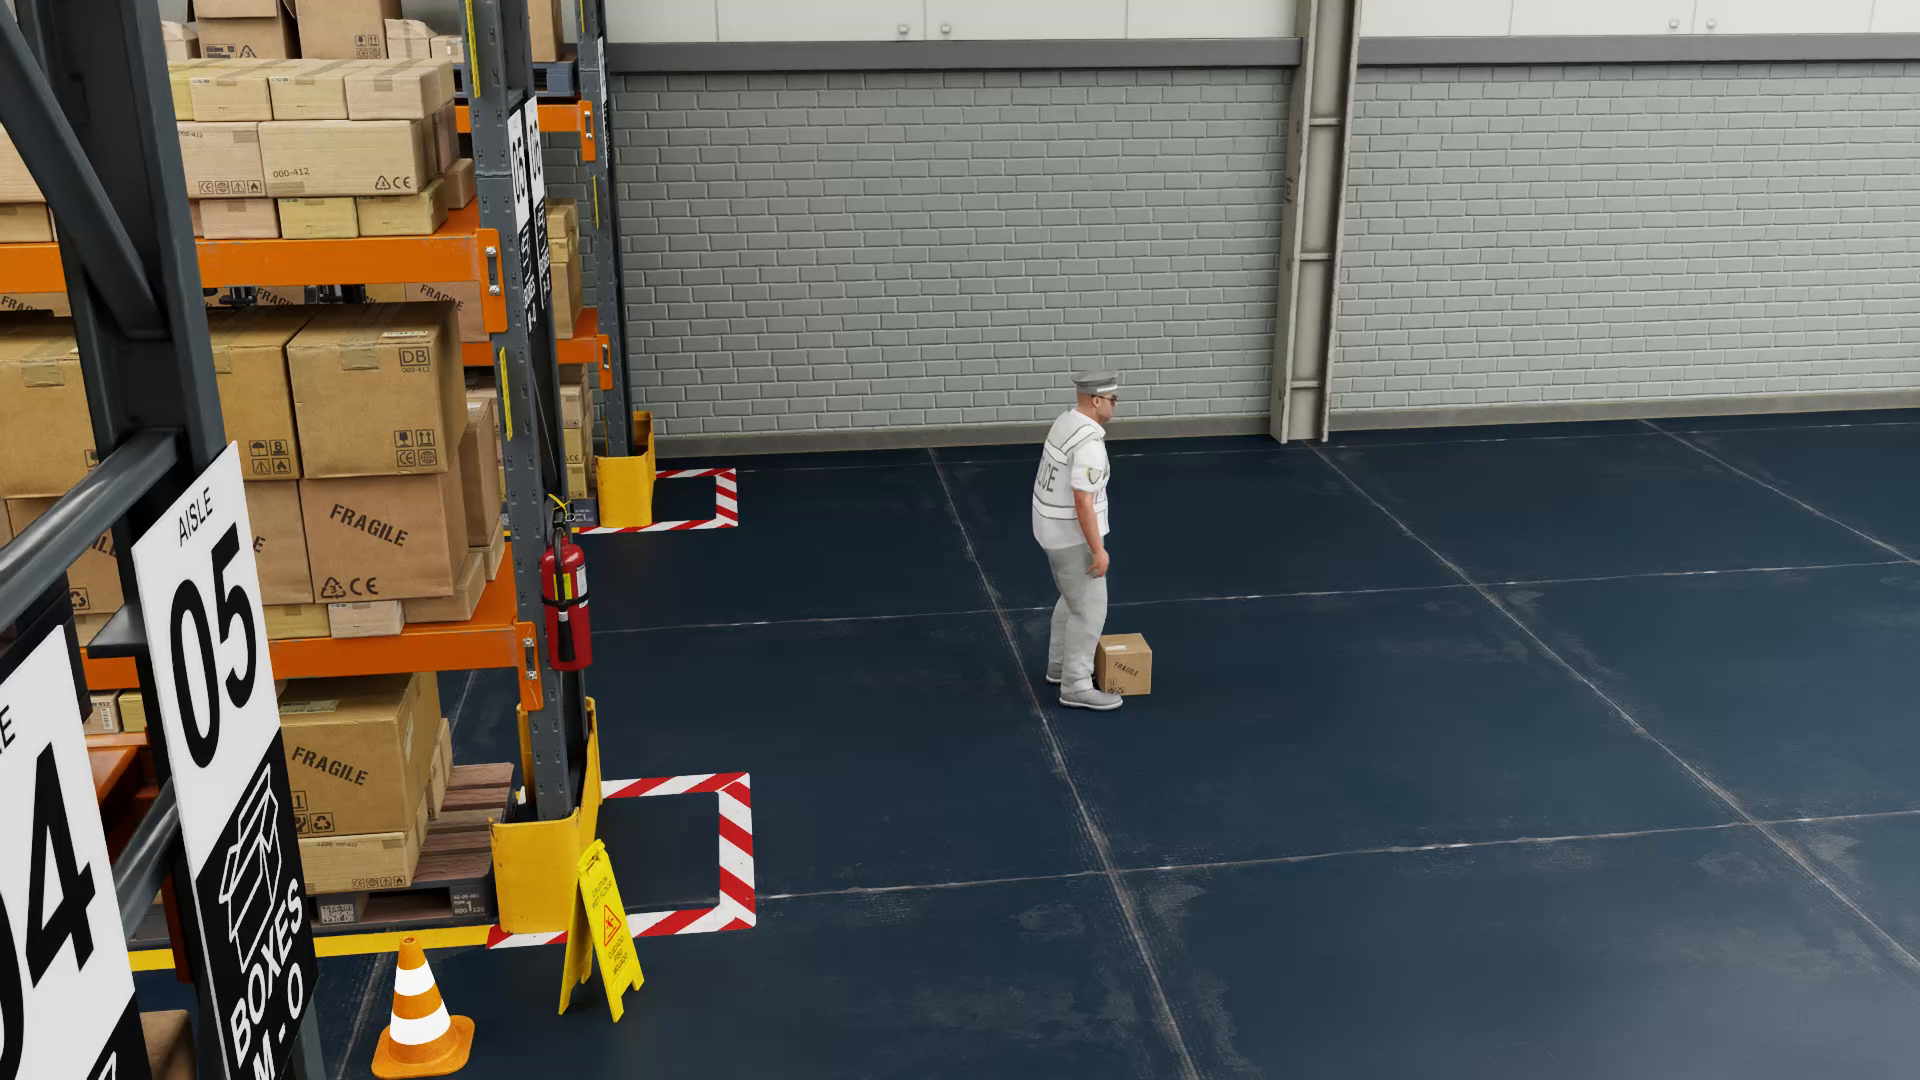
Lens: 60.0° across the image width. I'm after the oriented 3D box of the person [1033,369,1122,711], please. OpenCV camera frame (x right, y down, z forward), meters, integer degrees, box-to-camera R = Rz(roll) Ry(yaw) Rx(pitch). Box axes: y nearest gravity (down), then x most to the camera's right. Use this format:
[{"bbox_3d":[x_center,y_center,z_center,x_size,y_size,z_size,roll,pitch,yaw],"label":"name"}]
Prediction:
[{"bbox_3d":[0.604,-0.022,8.623,0.433,1.748,0.595,-3,20,-9],"label":"person"}]
